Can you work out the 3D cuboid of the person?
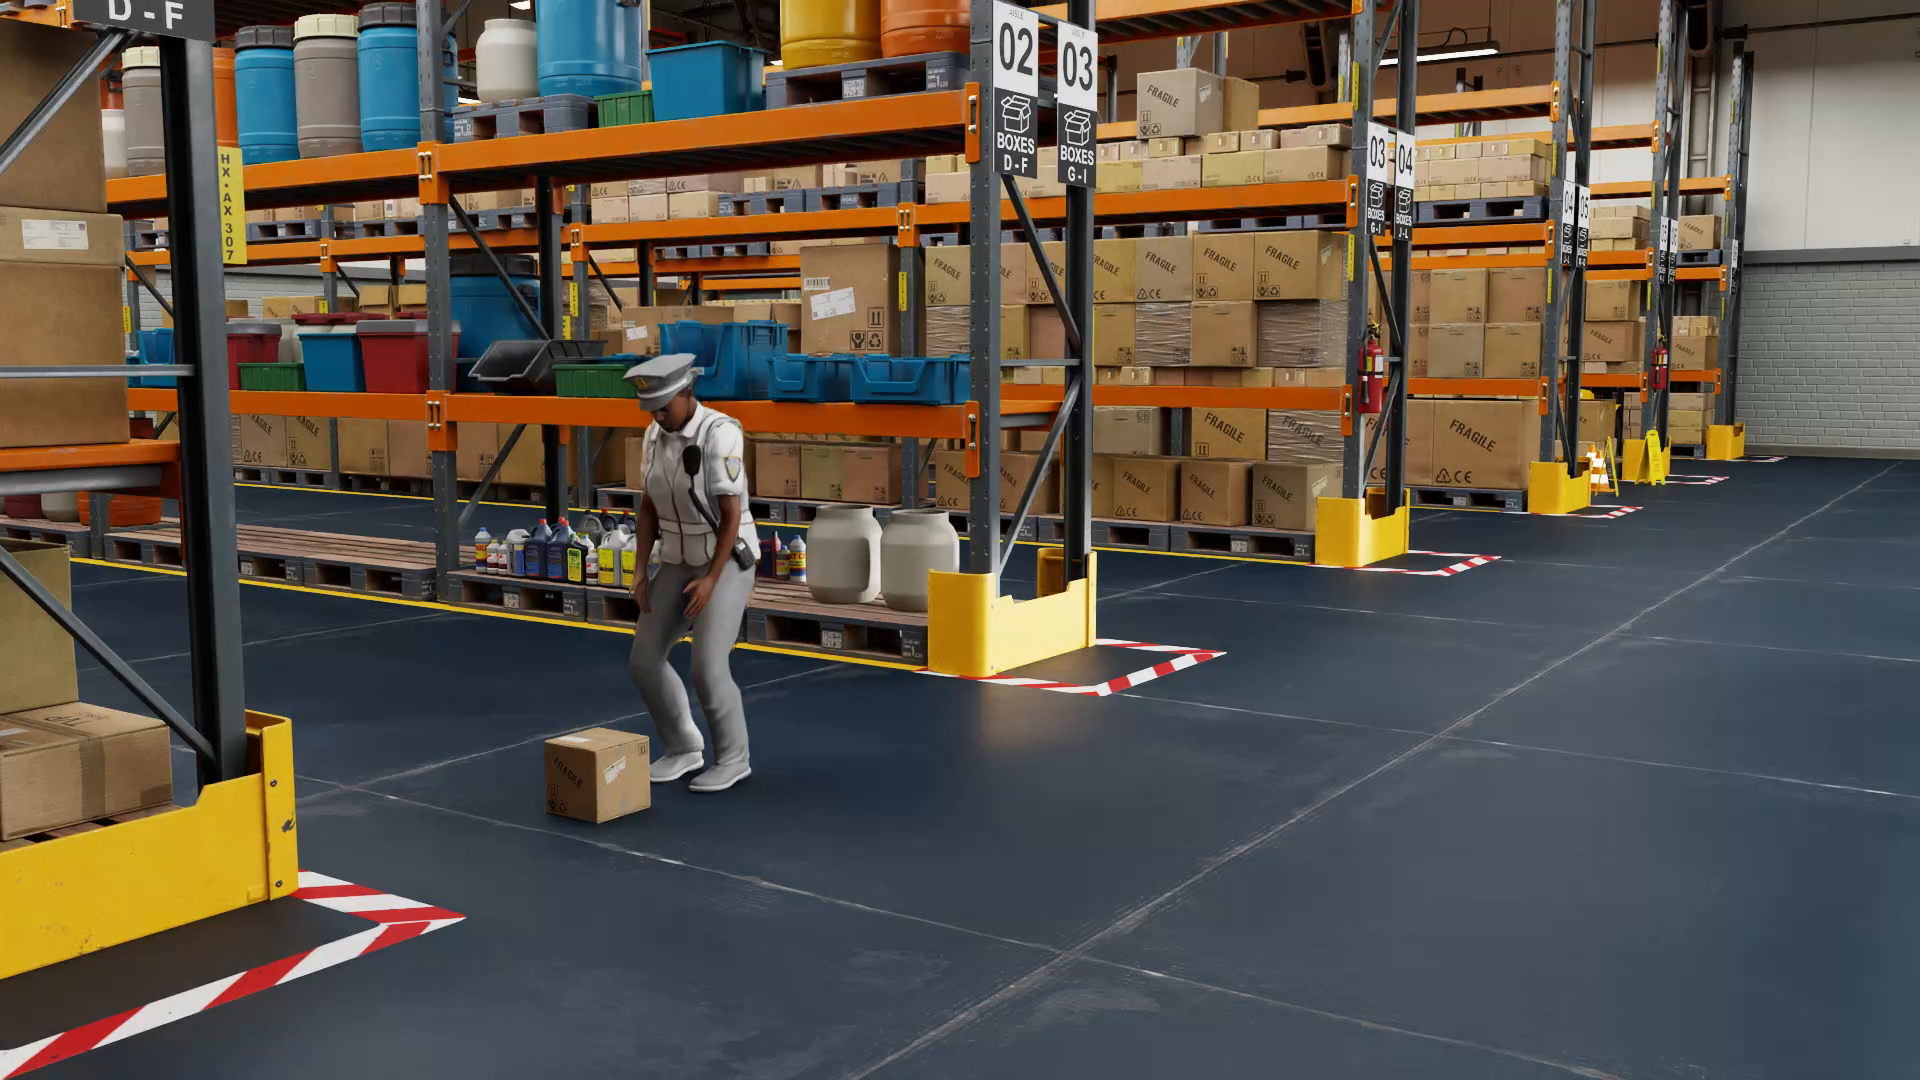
[{"bbox_3d":[-0.958,0.117,5.976,0.476,1.563,0.541,4,8,35],"label":"person"}]
